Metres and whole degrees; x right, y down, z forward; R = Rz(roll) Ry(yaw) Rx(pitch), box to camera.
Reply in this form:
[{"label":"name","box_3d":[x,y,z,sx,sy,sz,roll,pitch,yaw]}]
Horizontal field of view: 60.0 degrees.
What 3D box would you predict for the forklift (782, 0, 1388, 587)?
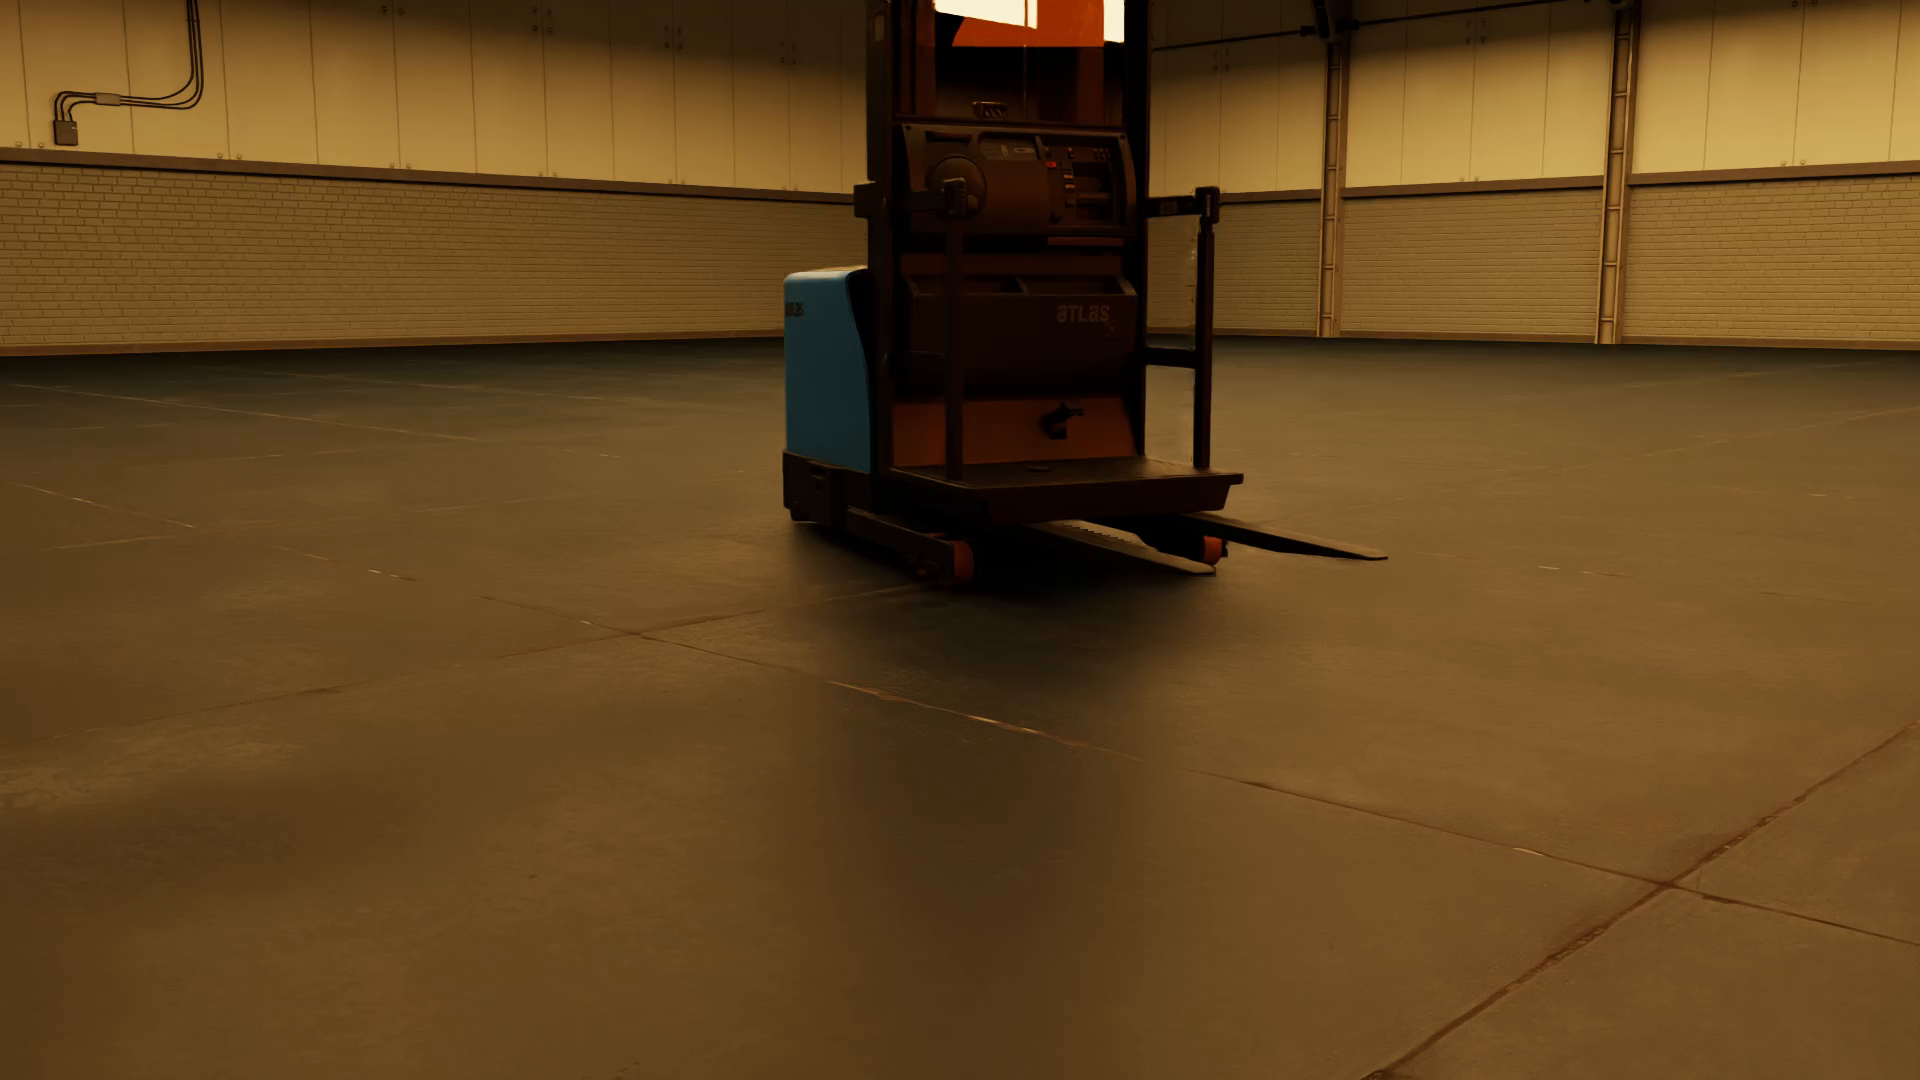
[{"label":"forklift","box_3d":[0.316,-1.361,5.915,1.130,2.935,3.031,-4,9,-25]}]
